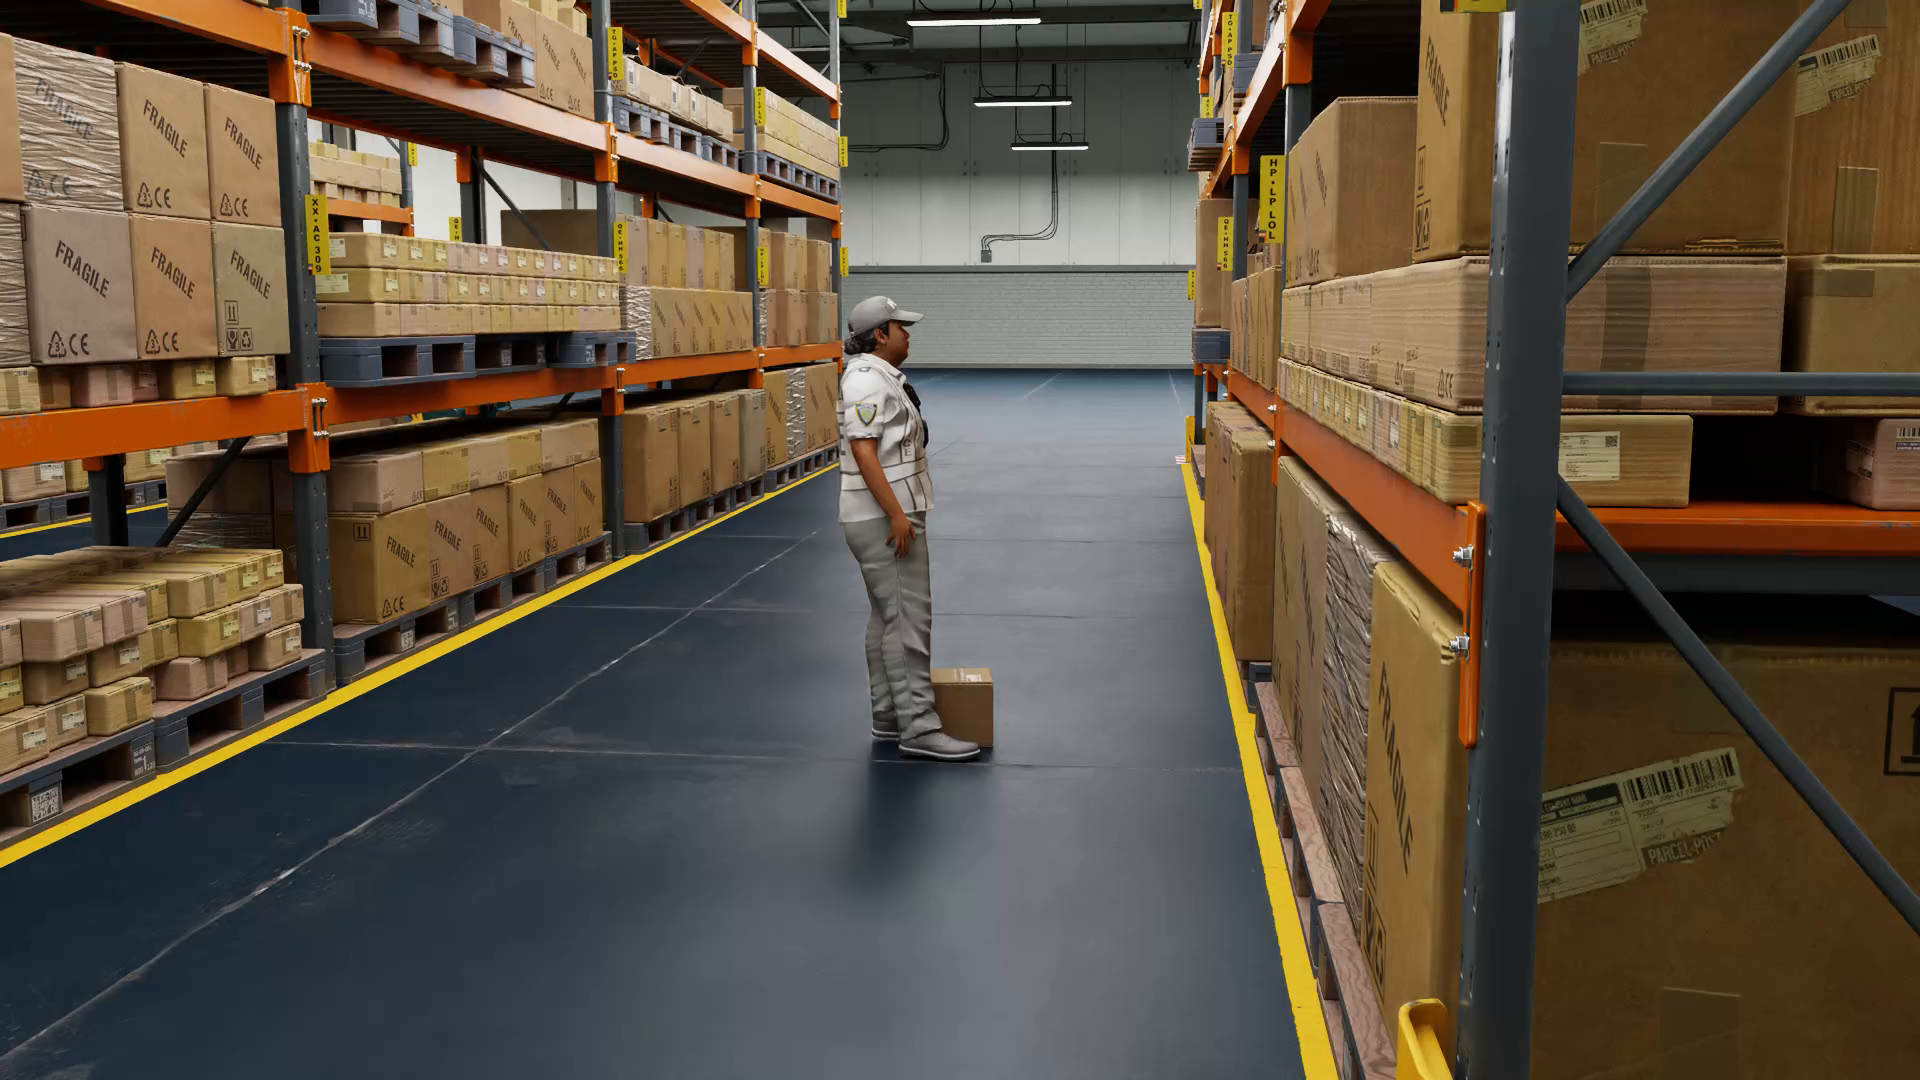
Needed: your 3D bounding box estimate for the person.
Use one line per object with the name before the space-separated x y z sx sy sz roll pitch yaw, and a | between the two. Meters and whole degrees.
person | -0.192 -0.065 6.196 0.529 1.670 0.598 0 8 0
